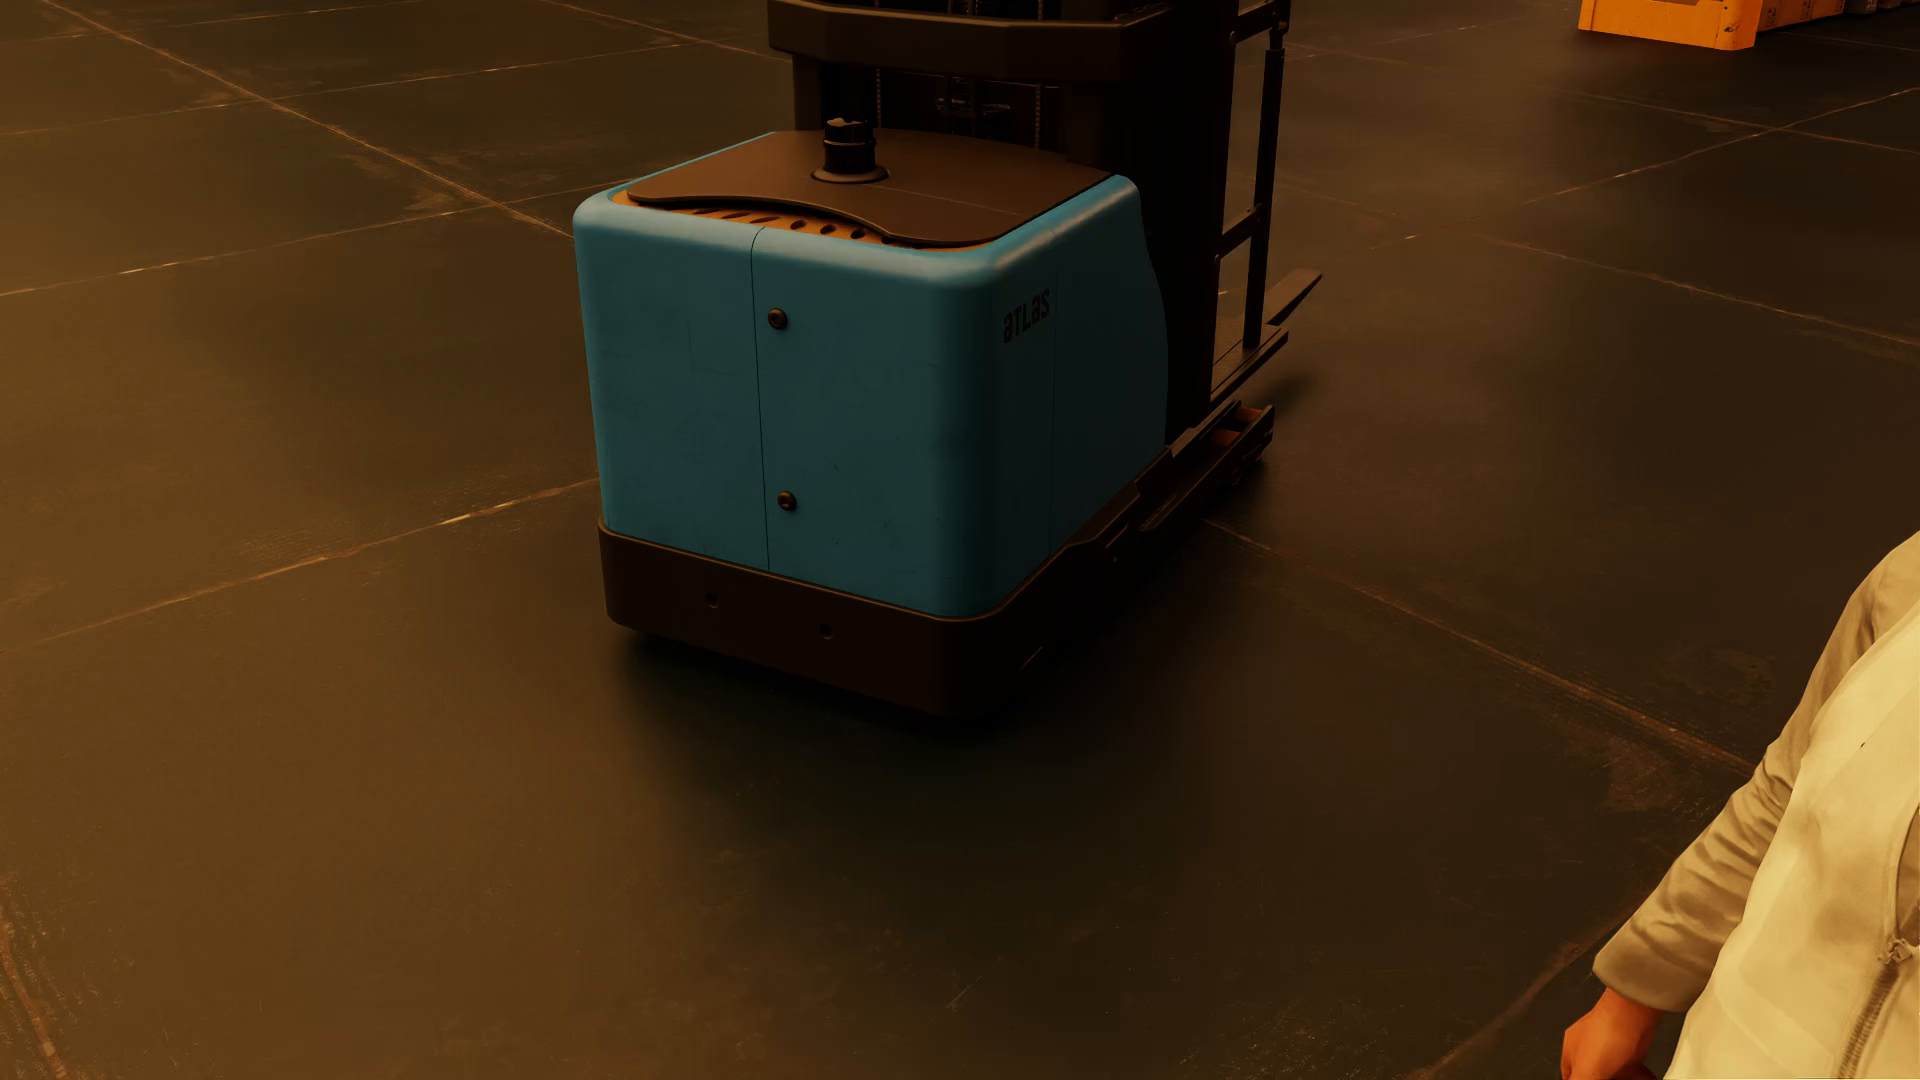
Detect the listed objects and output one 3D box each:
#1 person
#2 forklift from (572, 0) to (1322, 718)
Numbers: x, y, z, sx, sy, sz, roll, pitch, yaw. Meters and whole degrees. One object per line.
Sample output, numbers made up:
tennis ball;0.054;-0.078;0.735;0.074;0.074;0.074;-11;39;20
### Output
person;0.686;0.589;1.300;0.568;1.774;0.632;-11;28;-21
forklift;0.285;-1.552;4.331;1.130;2.935;3.031;13;29;25
